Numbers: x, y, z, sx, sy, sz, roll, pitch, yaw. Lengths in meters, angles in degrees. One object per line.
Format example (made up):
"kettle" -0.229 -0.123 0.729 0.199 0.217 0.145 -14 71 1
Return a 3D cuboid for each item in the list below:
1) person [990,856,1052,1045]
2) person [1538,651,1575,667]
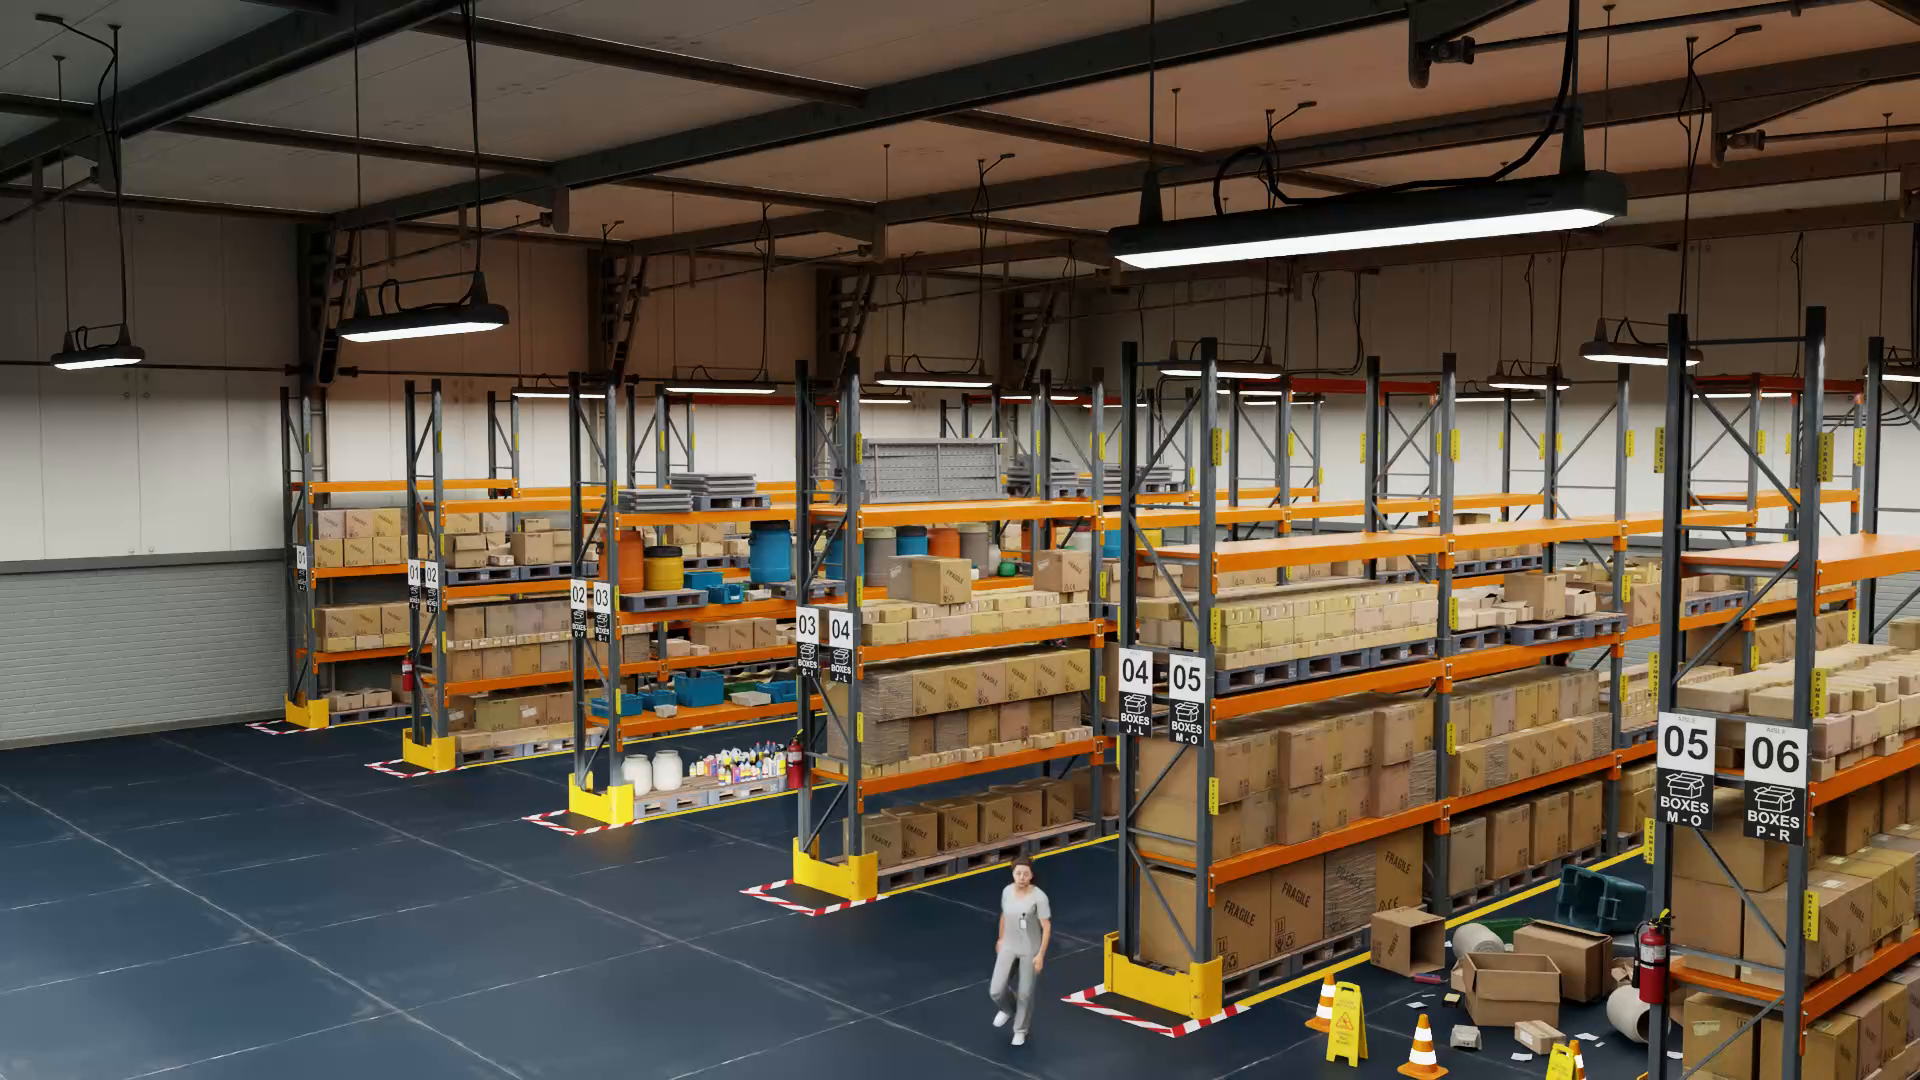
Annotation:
"person" 0.518 3.454 13.997 0.566 1.647 0.536 1 4 19
"person" 10.917 2.379 30.576 0.630 1.716 0.746 -2 4 -23
